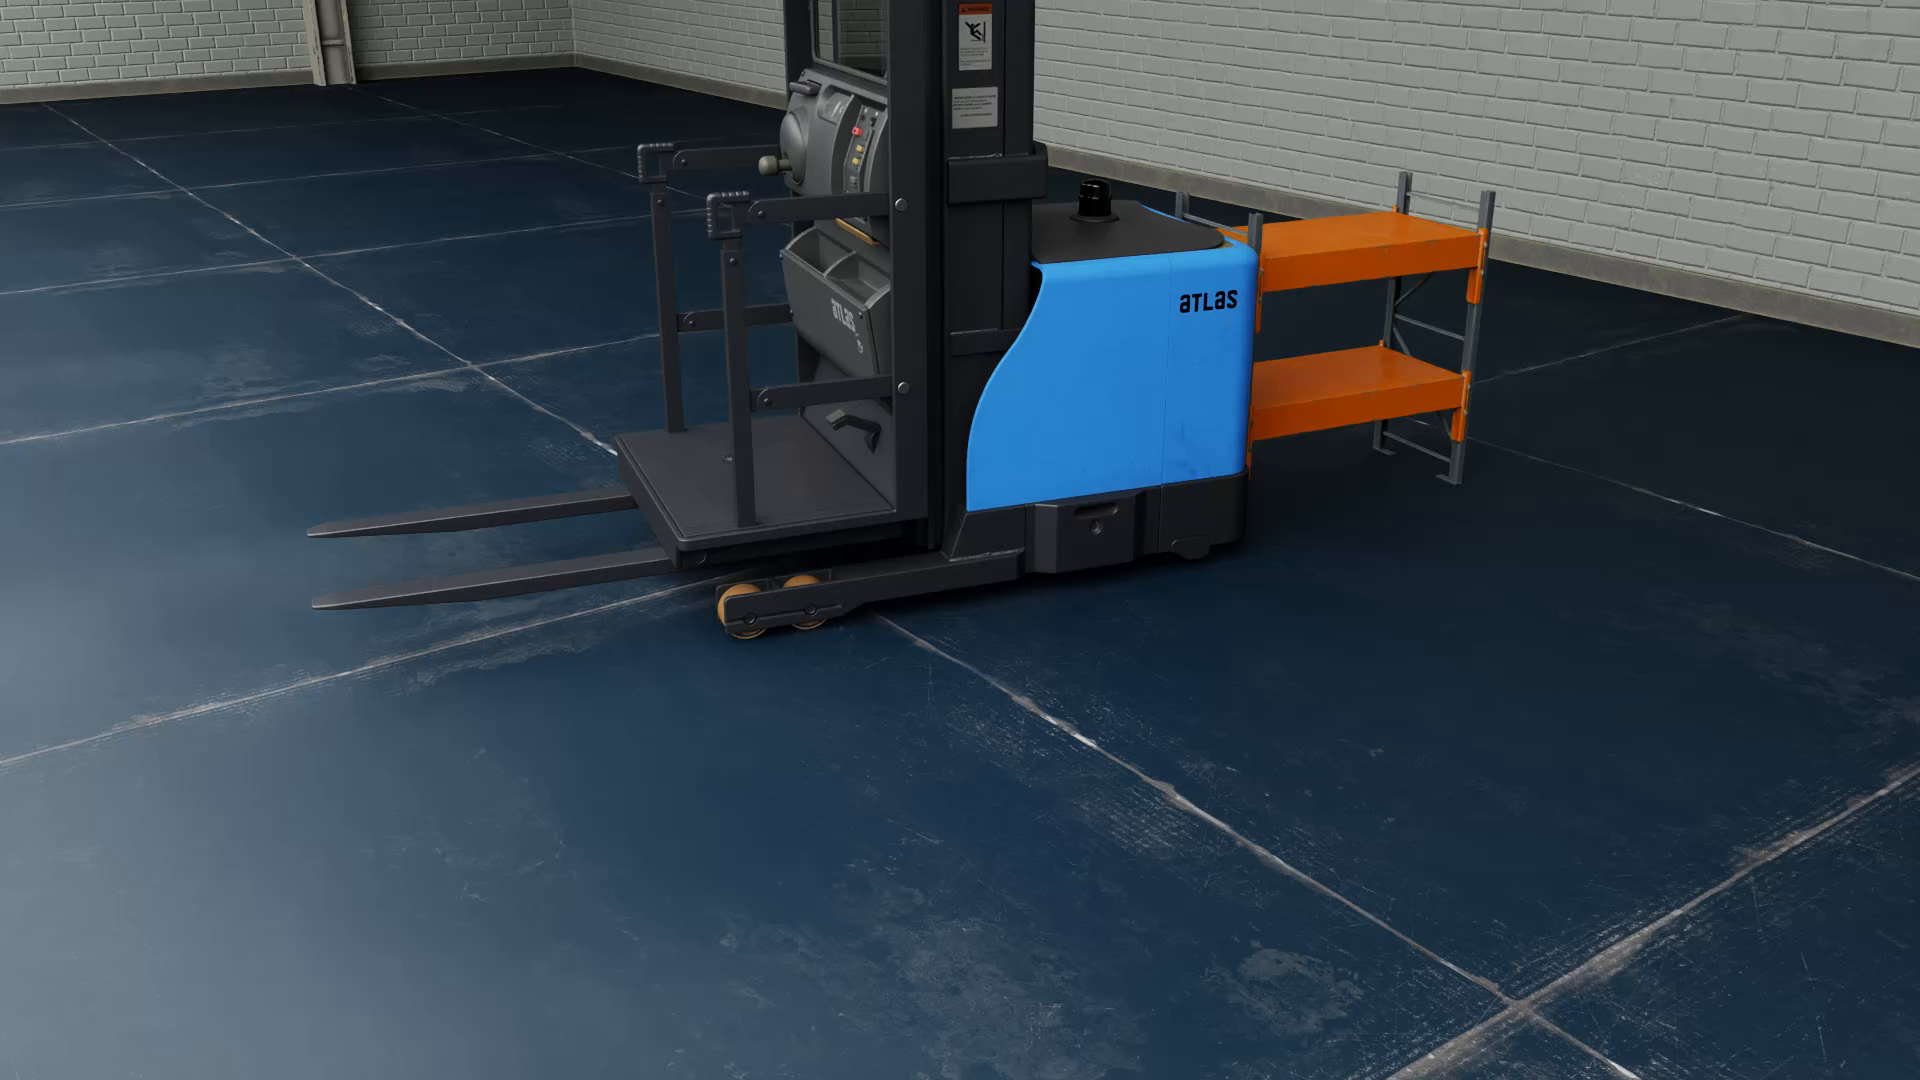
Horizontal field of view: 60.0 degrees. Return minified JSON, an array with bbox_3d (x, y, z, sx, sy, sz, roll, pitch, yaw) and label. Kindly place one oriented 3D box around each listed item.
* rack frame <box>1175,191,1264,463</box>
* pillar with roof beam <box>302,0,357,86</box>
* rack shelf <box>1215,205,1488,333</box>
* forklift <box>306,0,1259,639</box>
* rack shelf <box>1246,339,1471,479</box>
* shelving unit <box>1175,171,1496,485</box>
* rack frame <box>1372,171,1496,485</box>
[{"bbox_3d":[0.904,-0.657,6.025,0.032,1.125,0.500,-10,24,-24],"label":"rack frame"},{"bbox_3d":[-4.587,-8.073,13.987,0.400,9.000,9.100,-15,26,-33],"label":"pillar with roof beam"},{"bbox_3d":[1.362,-1.011,6.121,1.000,0.278,0.538,-10,24,-24],"label":"rack shelf"},{"bbox_3d":[-0.583,-1.277,5.142,3.031,2.935,1.130,-8,23,-20],"label":"forklift"},{"bbox_3d":[1.362,-0.512,6.321,1.000,0.278,0.538,-10,24,-24],"label":"rack shelf"},{"bbox_3d":[1.362,-0.739,6.230,1.048,1.125,0.538,-10,24,-24],"label":"shelving unit"},{"bbox_3d":[1.820,-0.820,6.435,0.032,1.125,0.500,-10,24,-24],"label":"rack frame"}]
